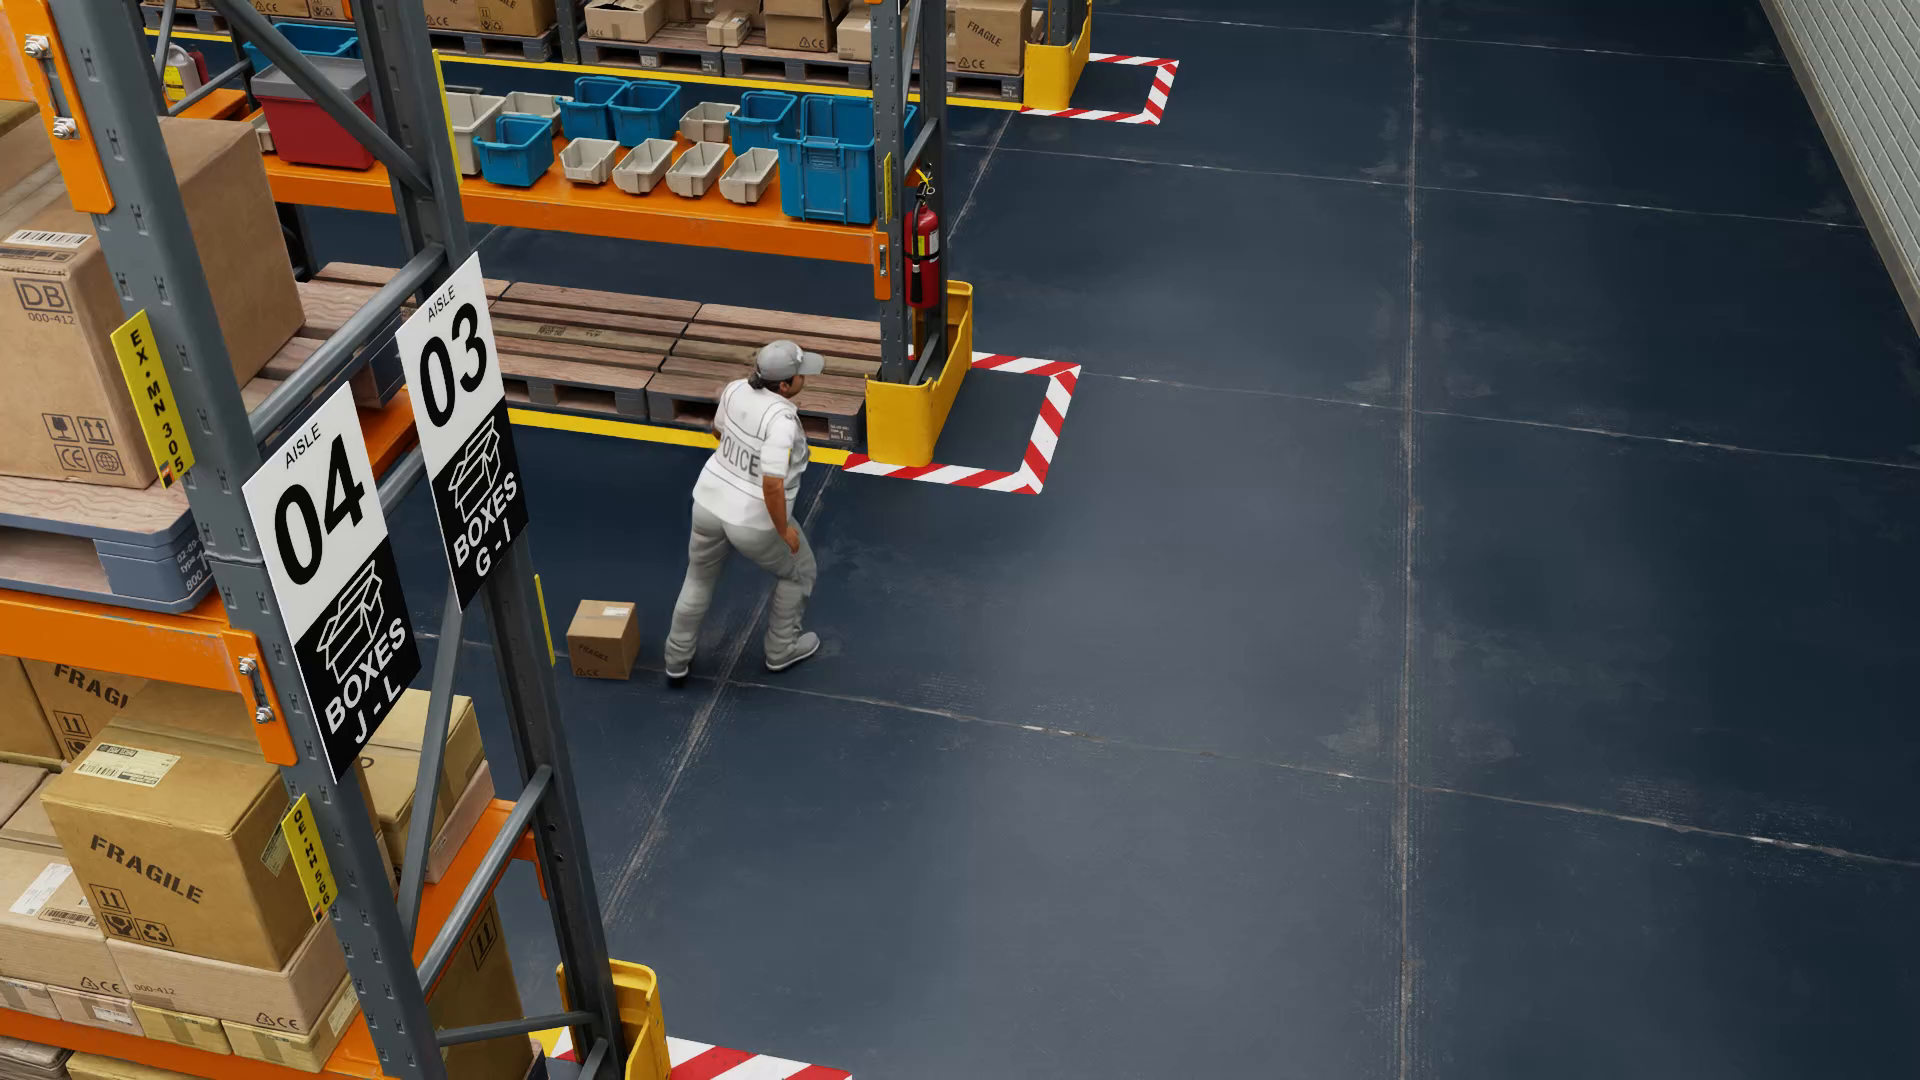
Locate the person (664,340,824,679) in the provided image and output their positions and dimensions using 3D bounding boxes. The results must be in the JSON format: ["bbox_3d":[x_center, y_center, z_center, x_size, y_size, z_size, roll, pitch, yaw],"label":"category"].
[{"bbox_3d":[-0.933,-0.122,7.187,0.658,1.596,0.832,24,43,29],"label":"person"}]
